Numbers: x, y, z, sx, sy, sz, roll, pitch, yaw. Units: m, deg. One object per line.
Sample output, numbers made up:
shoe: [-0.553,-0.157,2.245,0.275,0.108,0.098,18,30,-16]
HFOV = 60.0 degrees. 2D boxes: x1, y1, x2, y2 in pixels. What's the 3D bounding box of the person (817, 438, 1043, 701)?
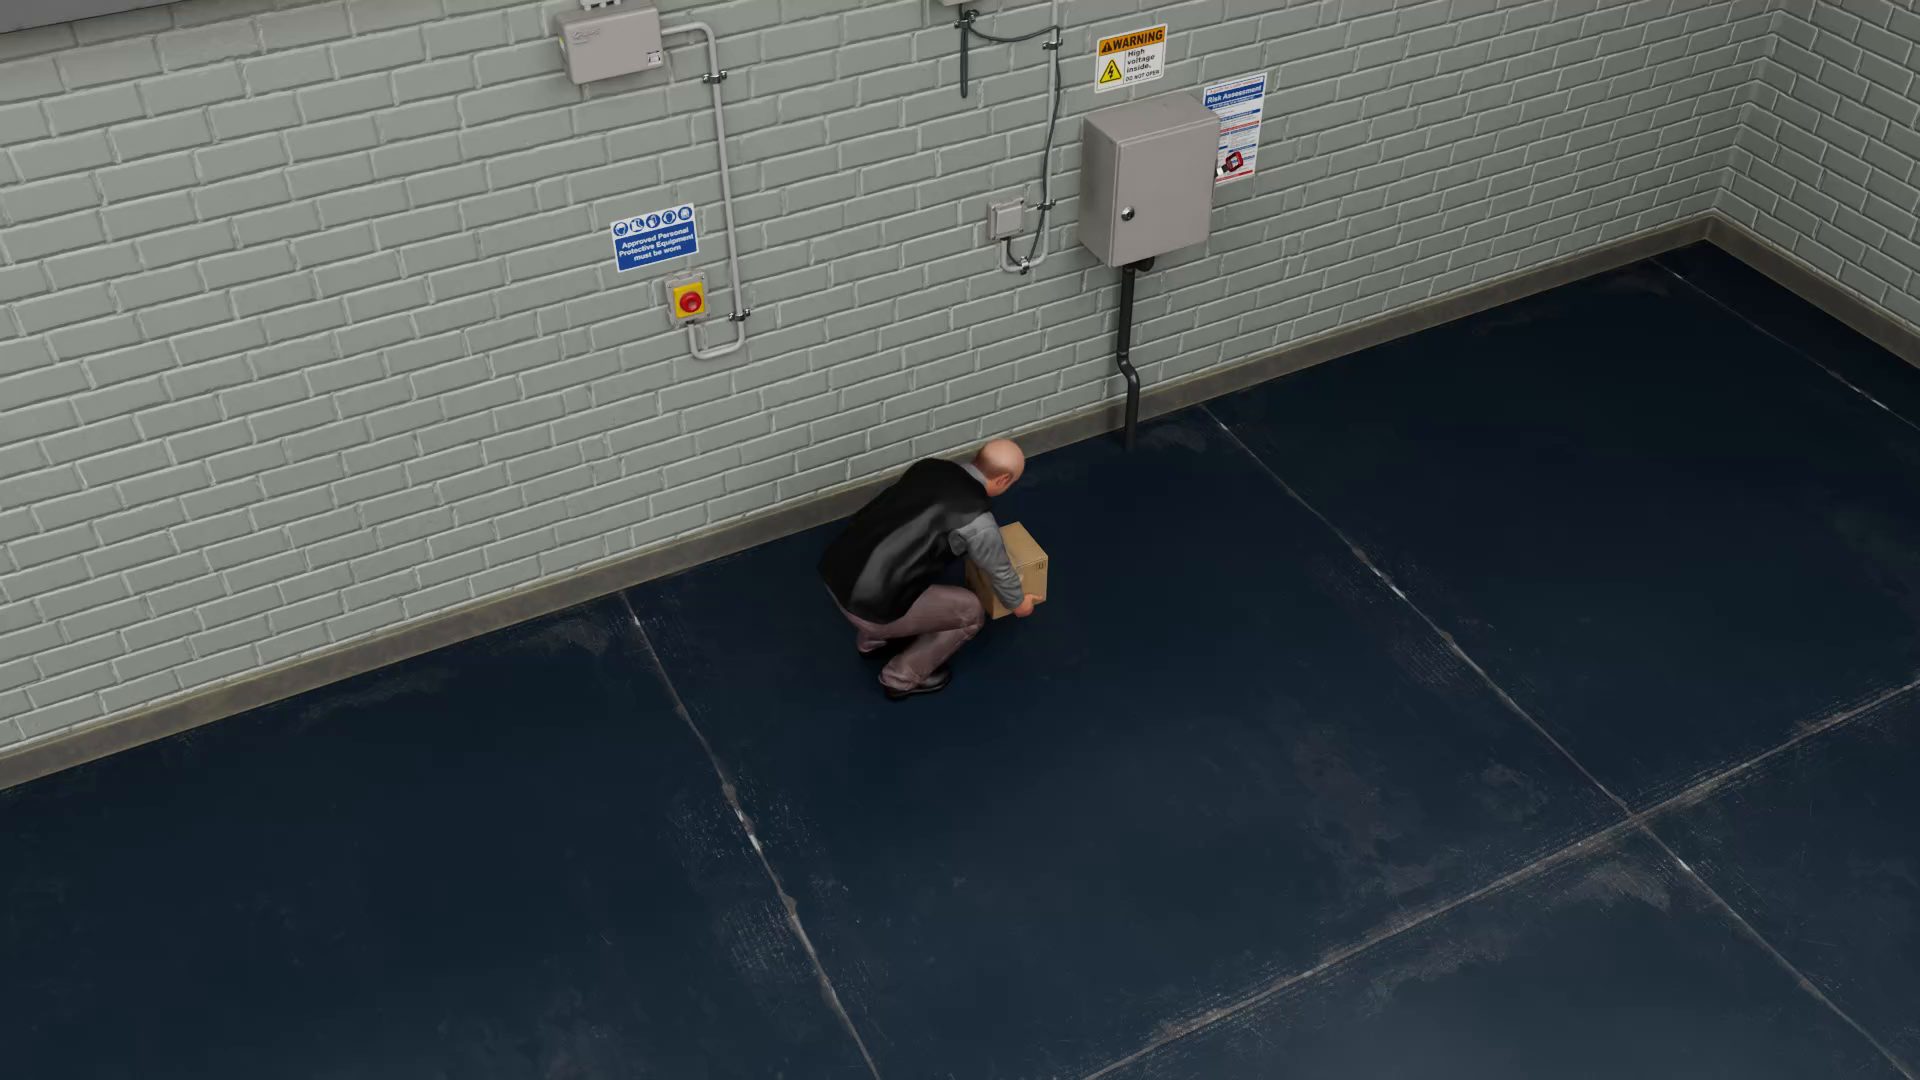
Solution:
person: [-0.117,0.116,6.635,0.896,0.956,0.509,-20,45,-21]
